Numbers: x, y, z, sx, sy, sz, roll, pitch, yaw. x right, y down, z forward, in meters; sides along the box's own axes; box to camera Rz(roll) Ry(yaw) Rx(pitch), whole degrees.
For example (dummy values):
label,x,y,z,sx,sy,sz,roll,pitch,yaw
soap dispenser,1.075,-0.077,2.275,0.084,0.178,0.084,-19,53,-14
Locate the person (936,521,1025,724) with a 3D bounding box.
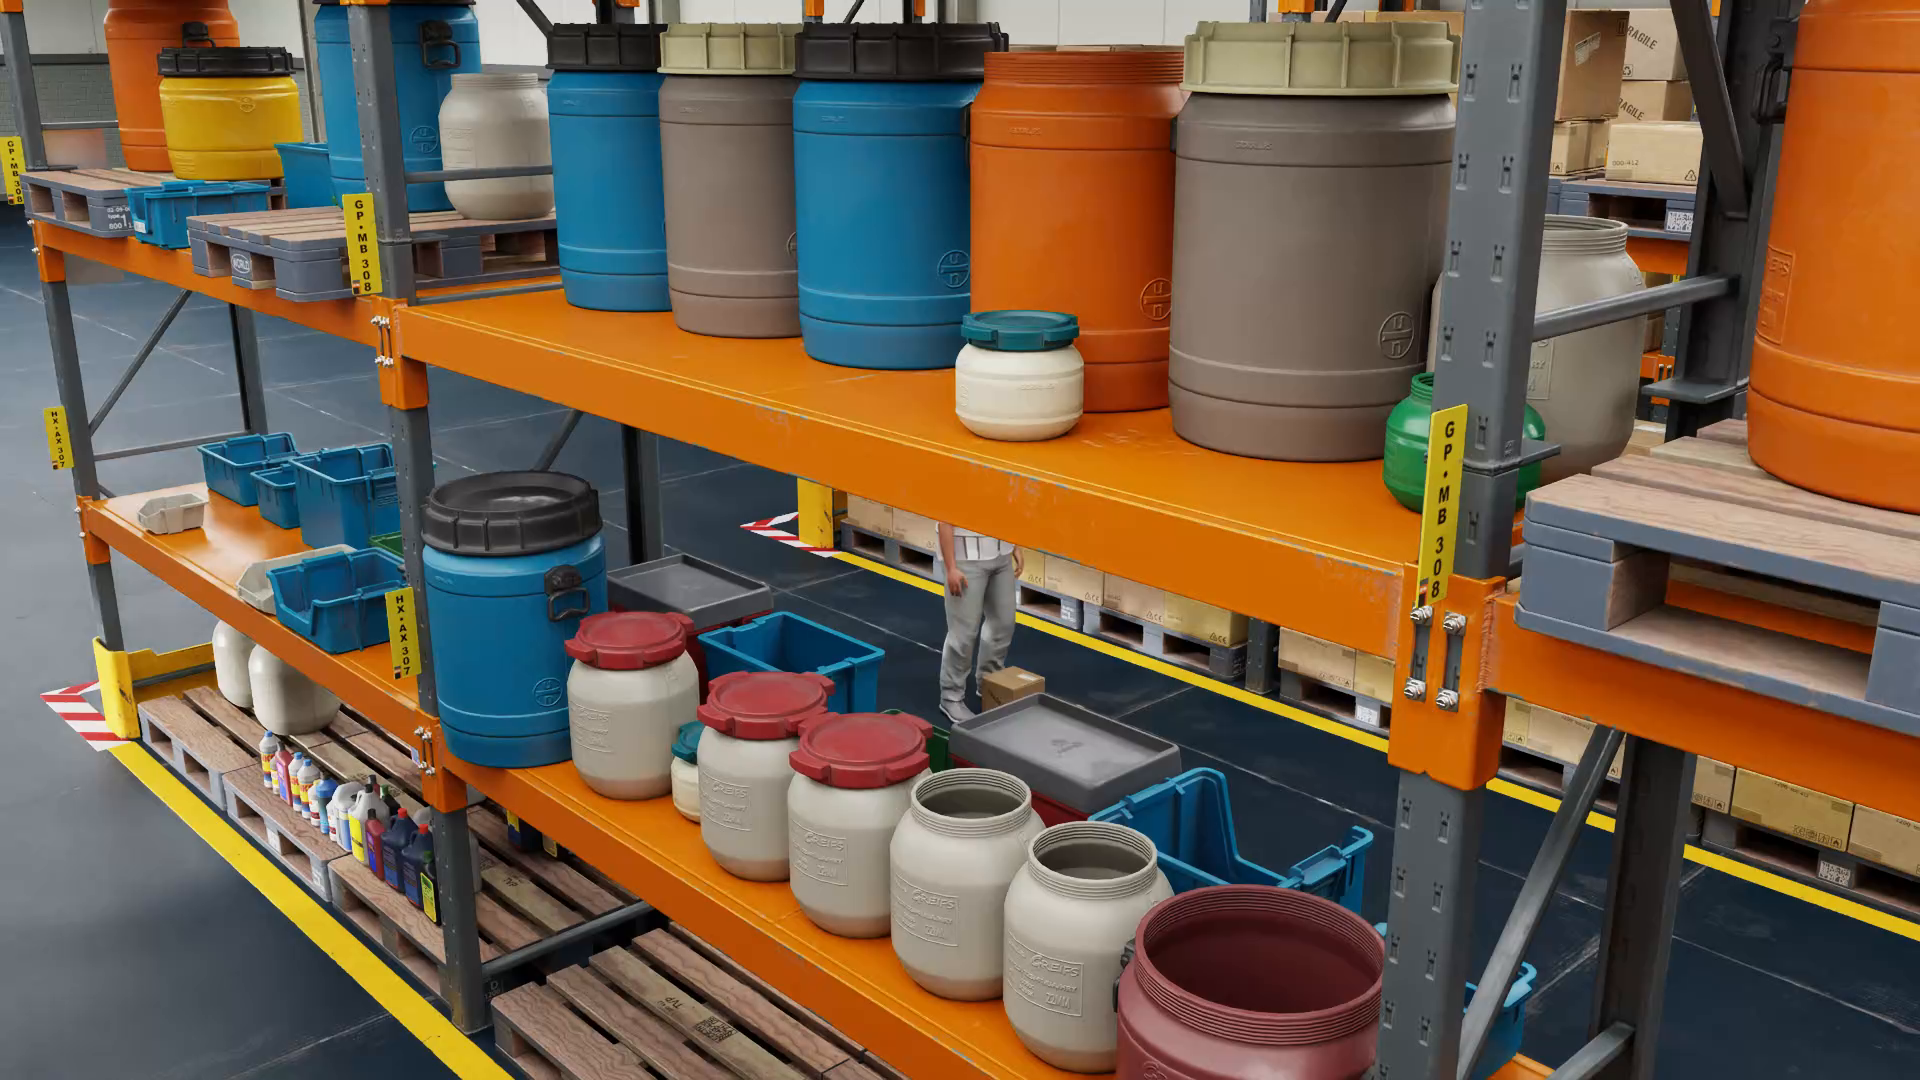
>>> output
label,x,y,z,sx,sy,sz,roll,pitch,yaw
person,0.108,0.104,9.197,0.597,1.748,0.434,-16,24,-42
